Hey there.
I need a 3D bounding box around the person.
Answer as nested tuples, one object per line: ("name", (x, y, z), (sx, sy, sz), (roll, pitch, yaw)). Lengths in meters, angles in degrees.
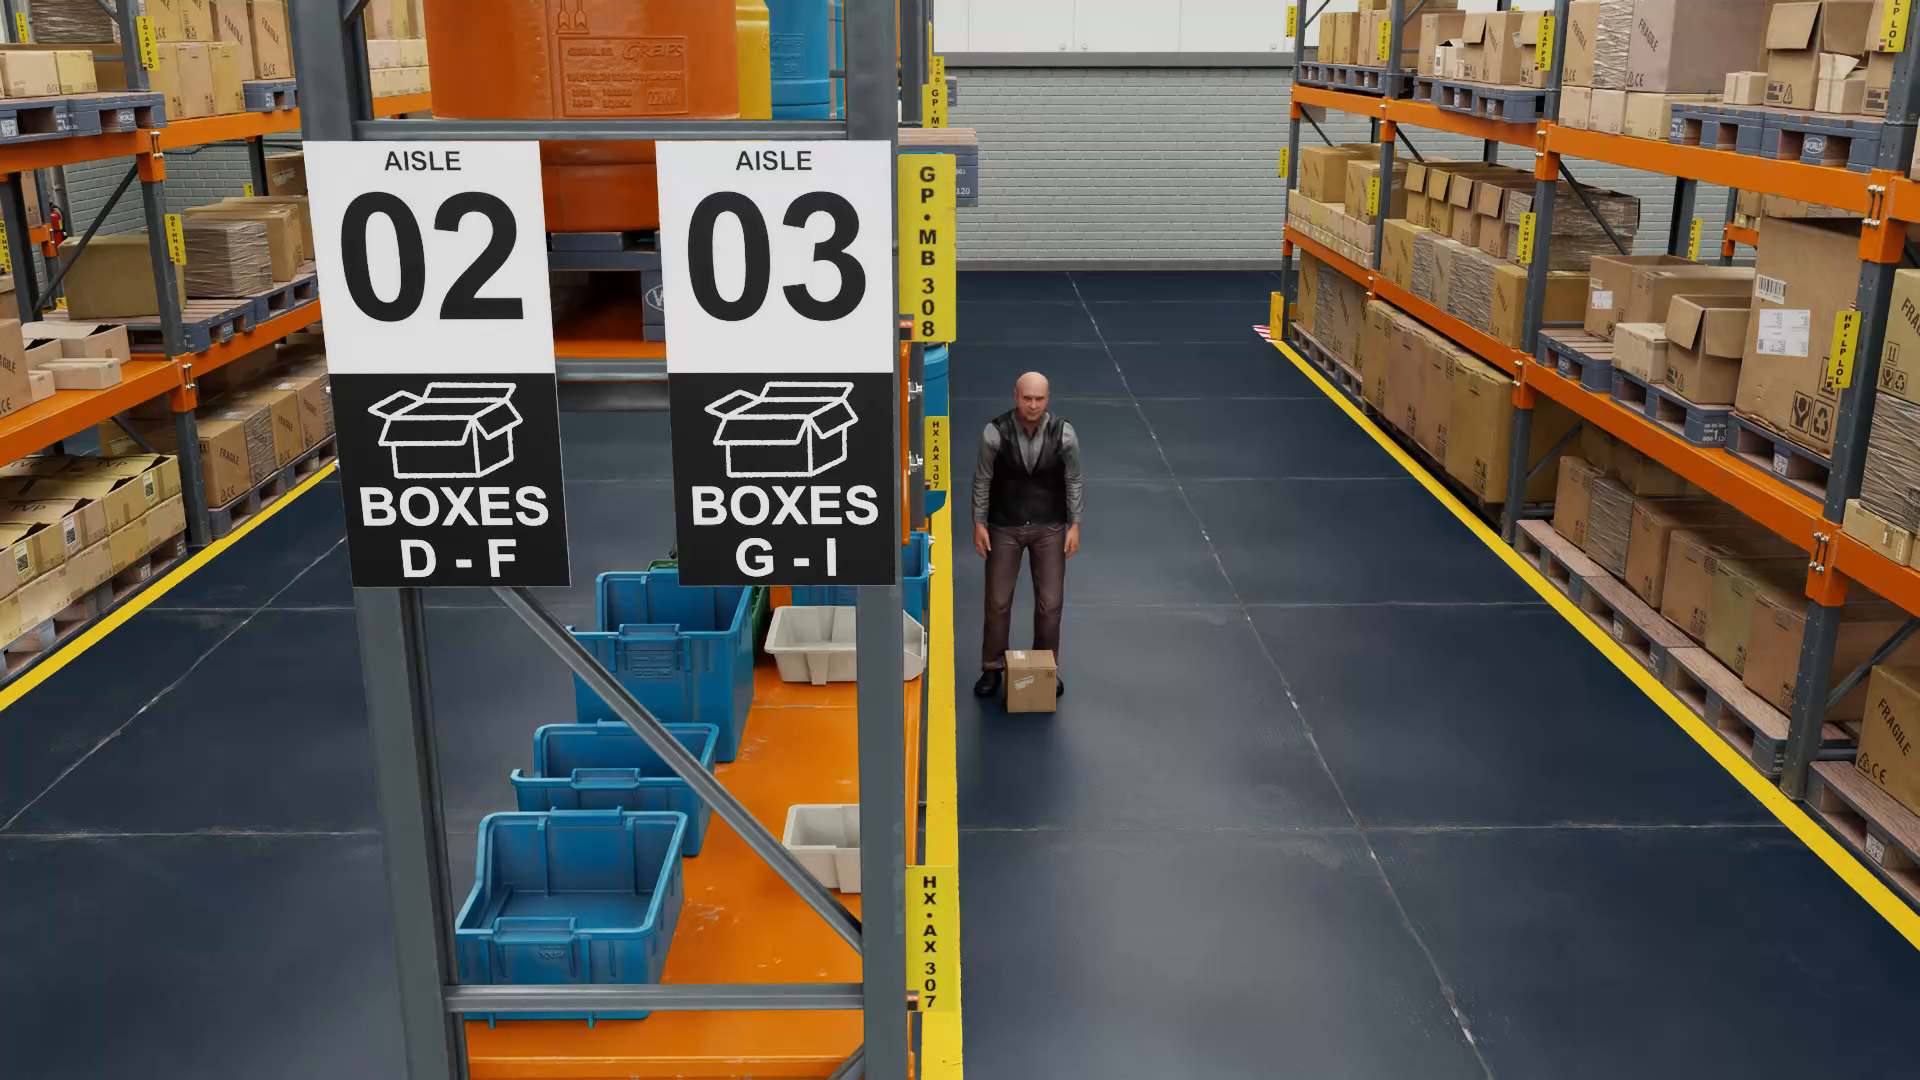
("person", (0.351, -0.048, 8.742), (0.580, 1.721, 0.416), (0, 17, -1))
